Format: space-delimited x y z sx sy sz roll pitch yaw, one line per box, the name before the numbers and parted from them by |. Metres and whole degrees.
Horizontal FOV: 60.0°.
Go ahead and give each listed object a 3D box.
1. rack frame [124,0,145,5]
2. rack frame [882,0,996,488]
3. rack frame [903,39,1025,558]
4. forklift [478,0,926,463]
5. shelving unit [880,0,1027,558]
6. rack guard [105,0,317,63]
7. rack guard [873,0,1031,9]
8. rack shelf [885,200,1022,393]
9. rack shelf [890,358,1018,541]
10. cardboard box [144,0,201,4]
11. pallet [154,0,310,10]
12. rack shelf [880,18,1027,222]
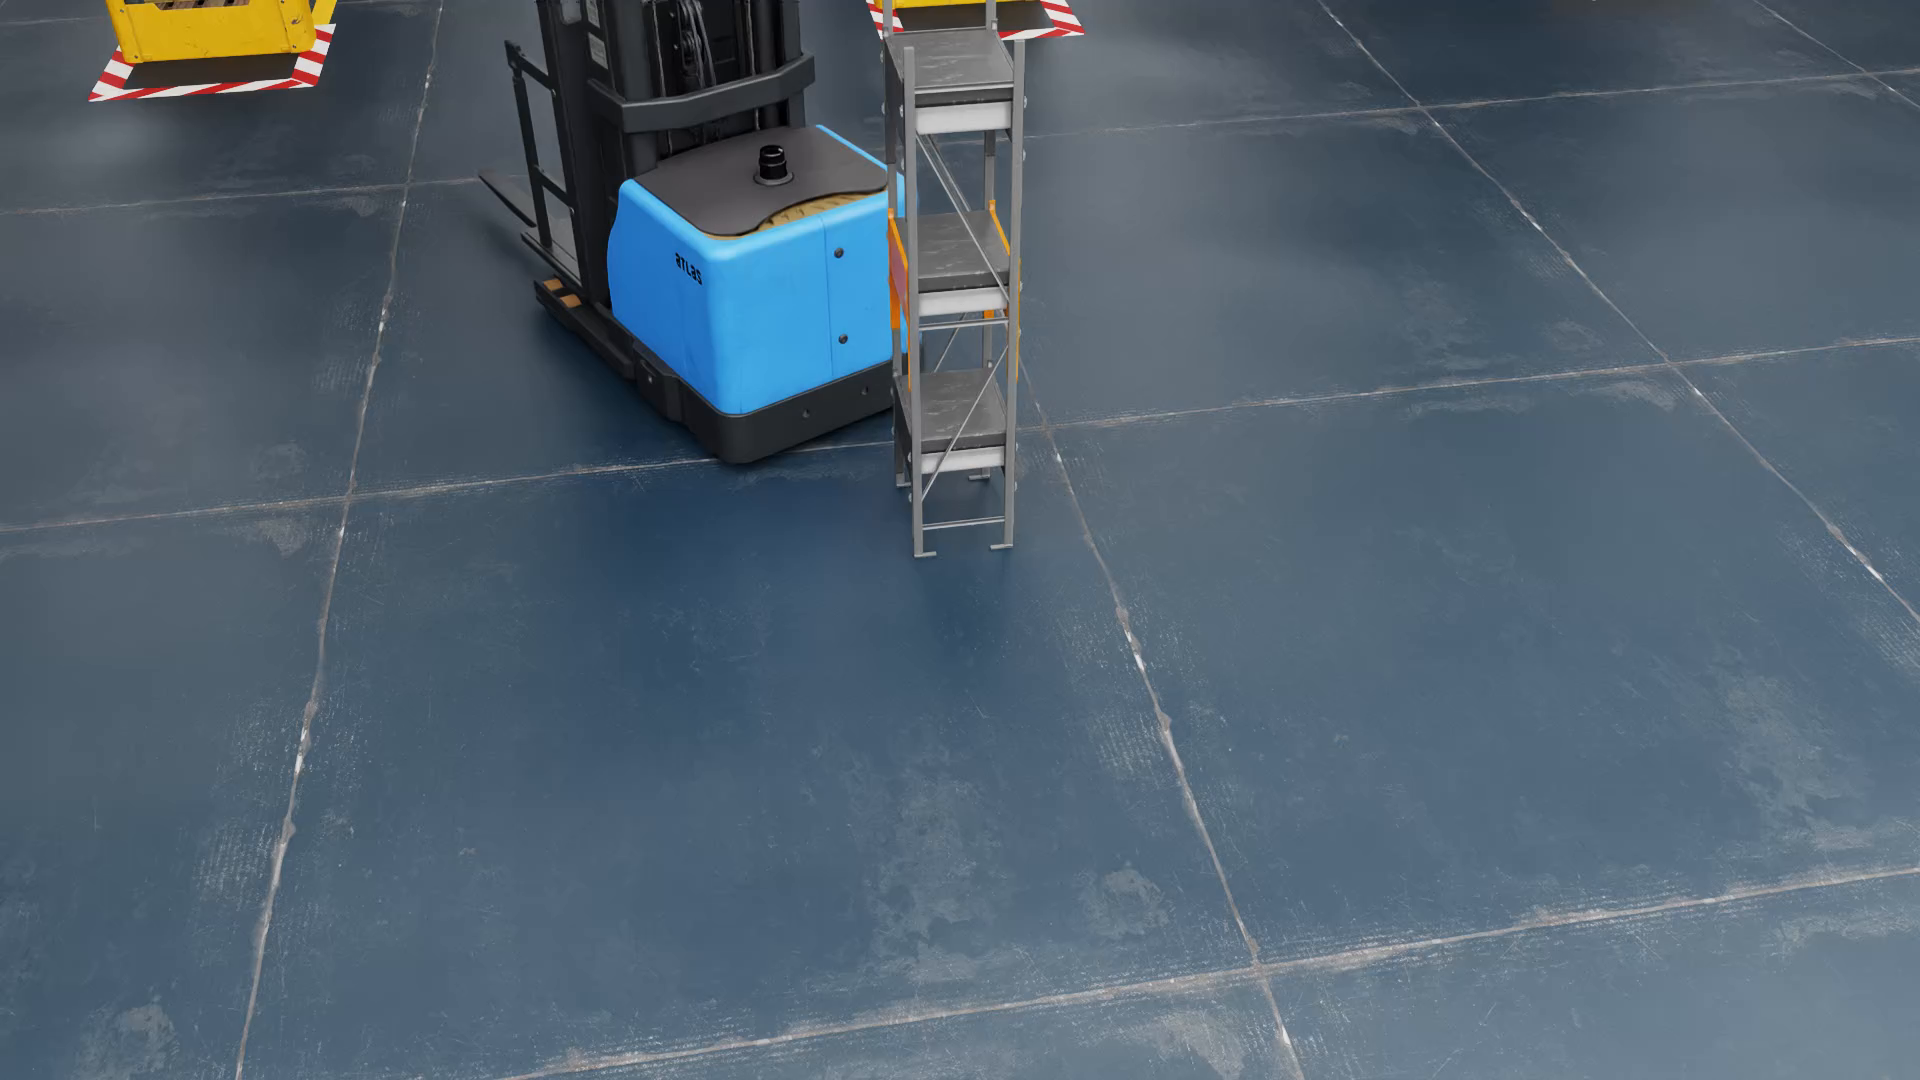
rack frame | -4.844 -4.426 10.002 1.000 3.000 0.127 -6 38 -8
rack frame | -0.072 -1.077 6.424 0.400 2.100 0.015 -6 38 -8
rack frame | 0.014 -0.782 6.045 0.400 2.100 0.015 -6 38 -8
forklift | -1.430 -2.338 7.370 1.130 2.935 3.031 -24 44 -28
shelving unit | -0.029 -0.929 6.235 0.431 2.100 0.503 -6 38 -8
rack guard | -4.839 -3.424 10.750 1.175 0.500 0.348 -6 38 -8
rack guard | -0.026 -4.010 11.504 1.175 0.500 0.348 -6 38 -8
rack shelf | -0.029 -0.918 6.243 0.431 0.518 0.480 -6 38 -8
rack shelf | -0.029 -0.366 6.672 0.431 0.518 0.480 -6 38 -8
cardboard box | -5.229 -3.798 11.093 0.500 0.250 0.500 -6 38 -8
pallet | -5.019 -3.782 11.446 1.003 0.211 1.213 -6 38 -8
rack shelf | -0.029 -1.471 5.813 0.431 0.518 0.480 -6 38 -8
